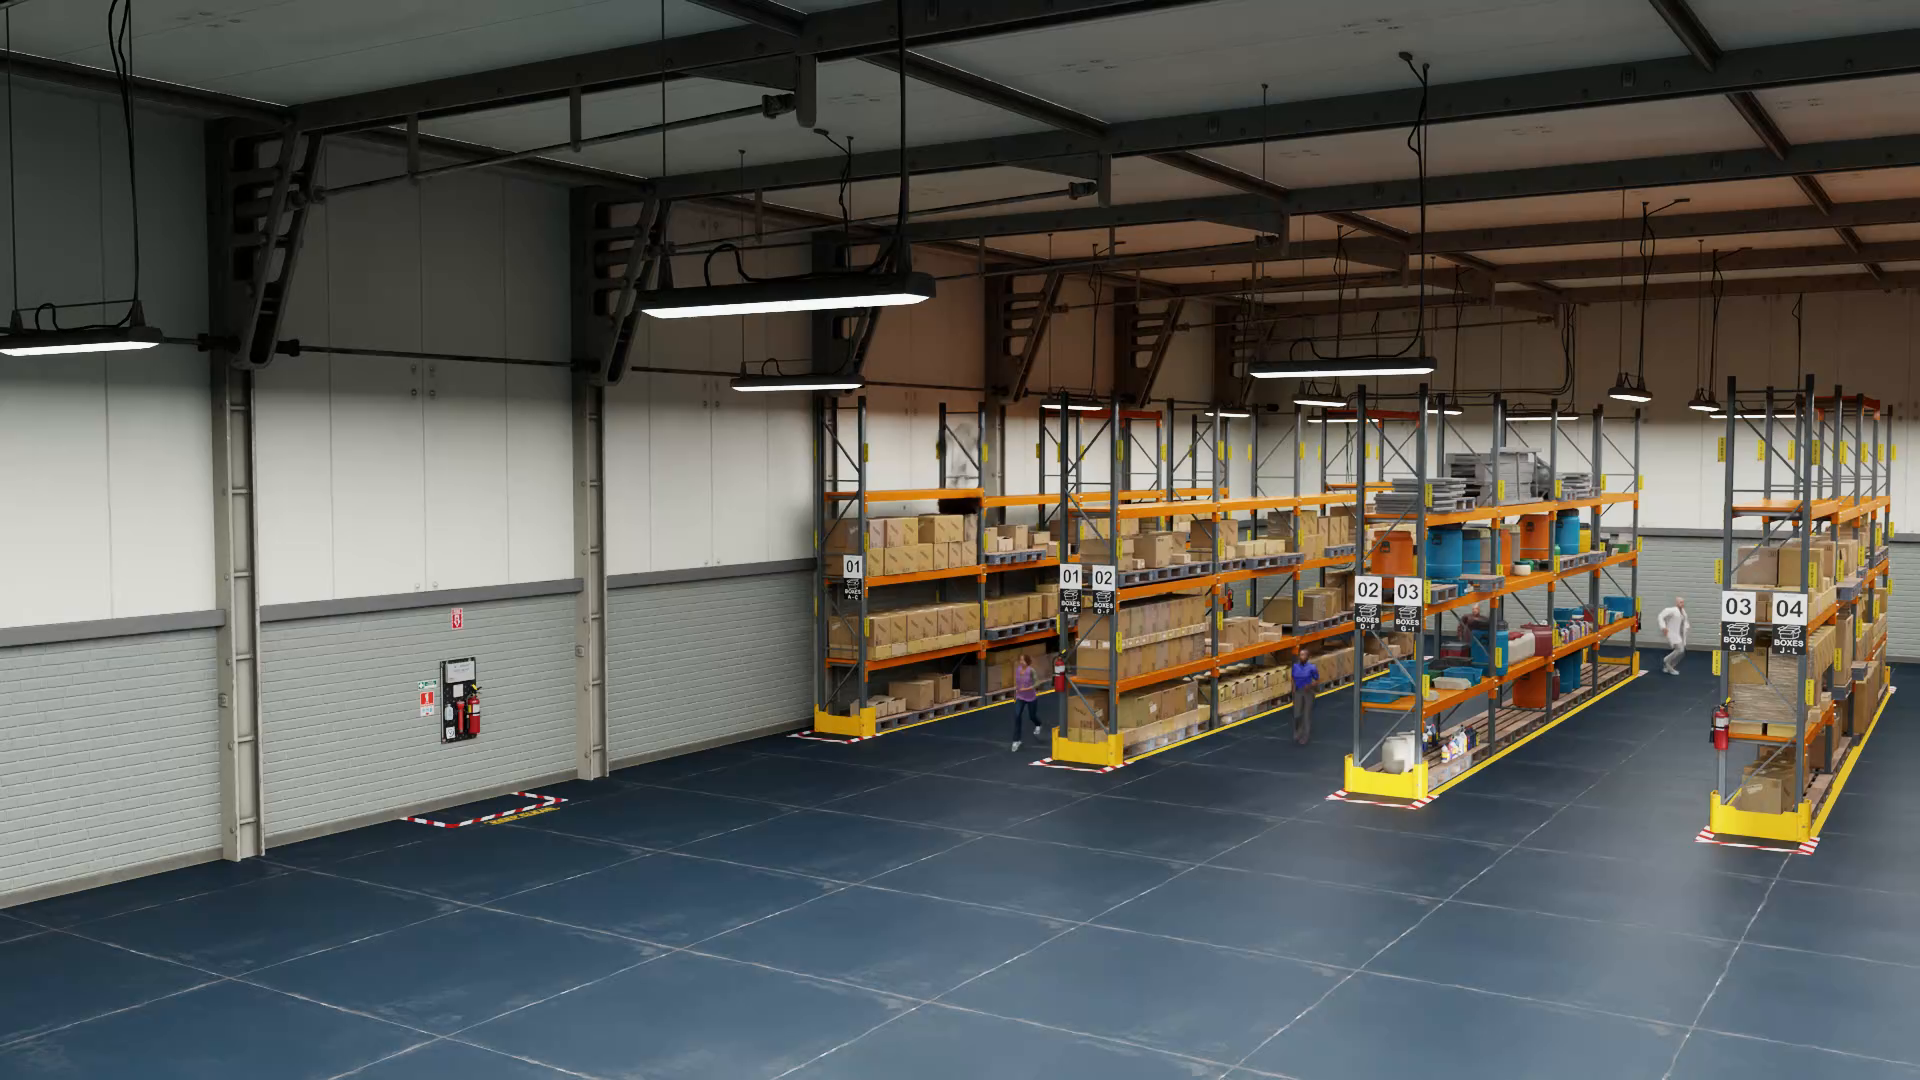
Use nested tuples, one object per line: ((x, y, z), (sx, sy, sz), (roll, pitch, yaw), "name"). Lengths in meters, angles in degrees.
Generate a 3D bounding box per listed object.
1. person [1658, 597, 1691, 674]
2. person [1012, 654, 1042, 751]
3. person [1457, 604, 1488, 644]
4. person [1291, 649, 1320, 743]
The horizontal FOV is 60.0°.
((16.148, 2.208, 37.525), (0.816, 1.650, 0.596), (-1, 3, -24), "person")
((1.160, 2.727, 28.315), (0.494, 1.606, 1.036), (1, 3, 23), "person")
((11.217, 2.256, 36.263), (0.748, 1.737, 0.746), (2, 3, 27), "person")
((5.899, 2.689, 28.576), (0.560, 1.621, 0.574), (1, 3, 26), "person")
